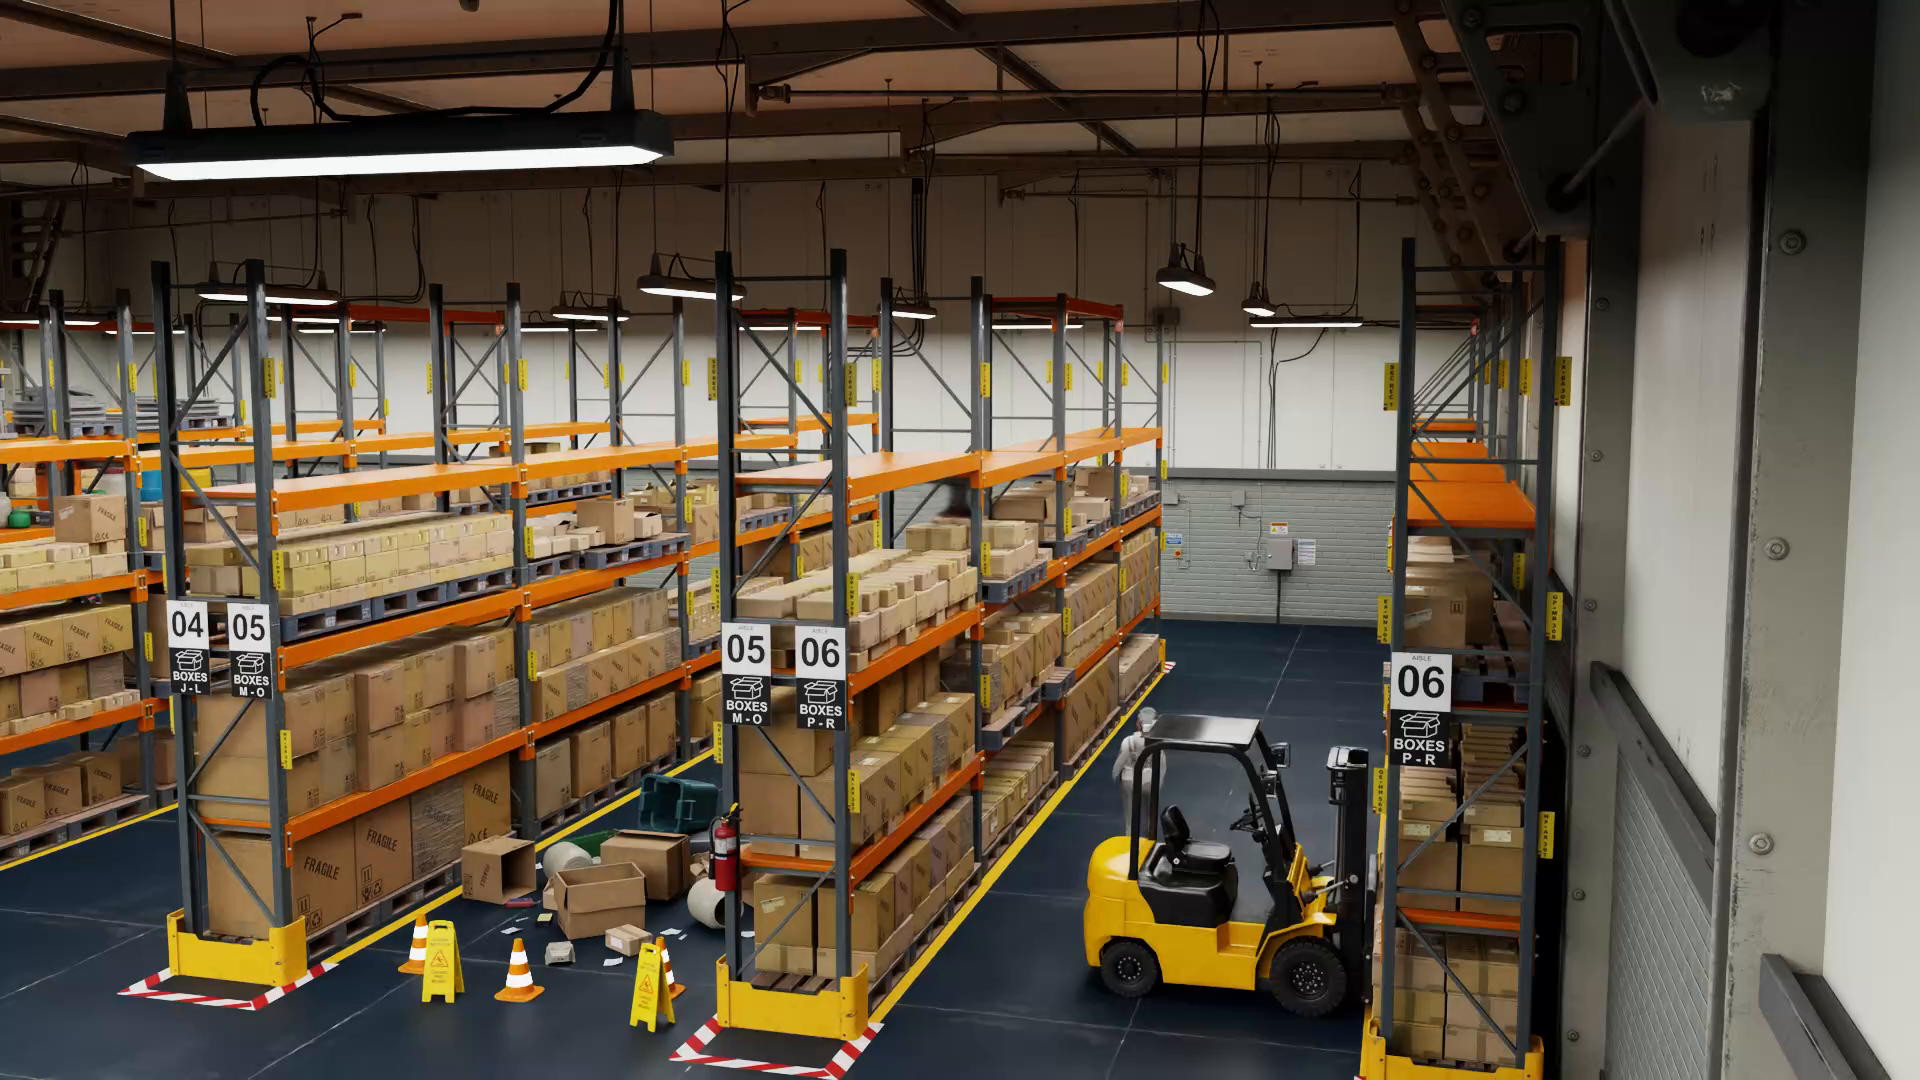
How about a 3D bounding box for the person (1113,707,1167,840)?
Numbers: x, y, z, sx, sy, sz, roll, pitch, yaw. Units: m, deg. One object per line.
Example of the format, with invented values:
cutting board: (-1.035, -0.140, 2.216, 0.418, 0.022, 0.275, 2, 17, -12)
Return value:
person: (1.842, 2.524, 17.124, 0.572, 1.701, 0.732, 1, 6, 11)
